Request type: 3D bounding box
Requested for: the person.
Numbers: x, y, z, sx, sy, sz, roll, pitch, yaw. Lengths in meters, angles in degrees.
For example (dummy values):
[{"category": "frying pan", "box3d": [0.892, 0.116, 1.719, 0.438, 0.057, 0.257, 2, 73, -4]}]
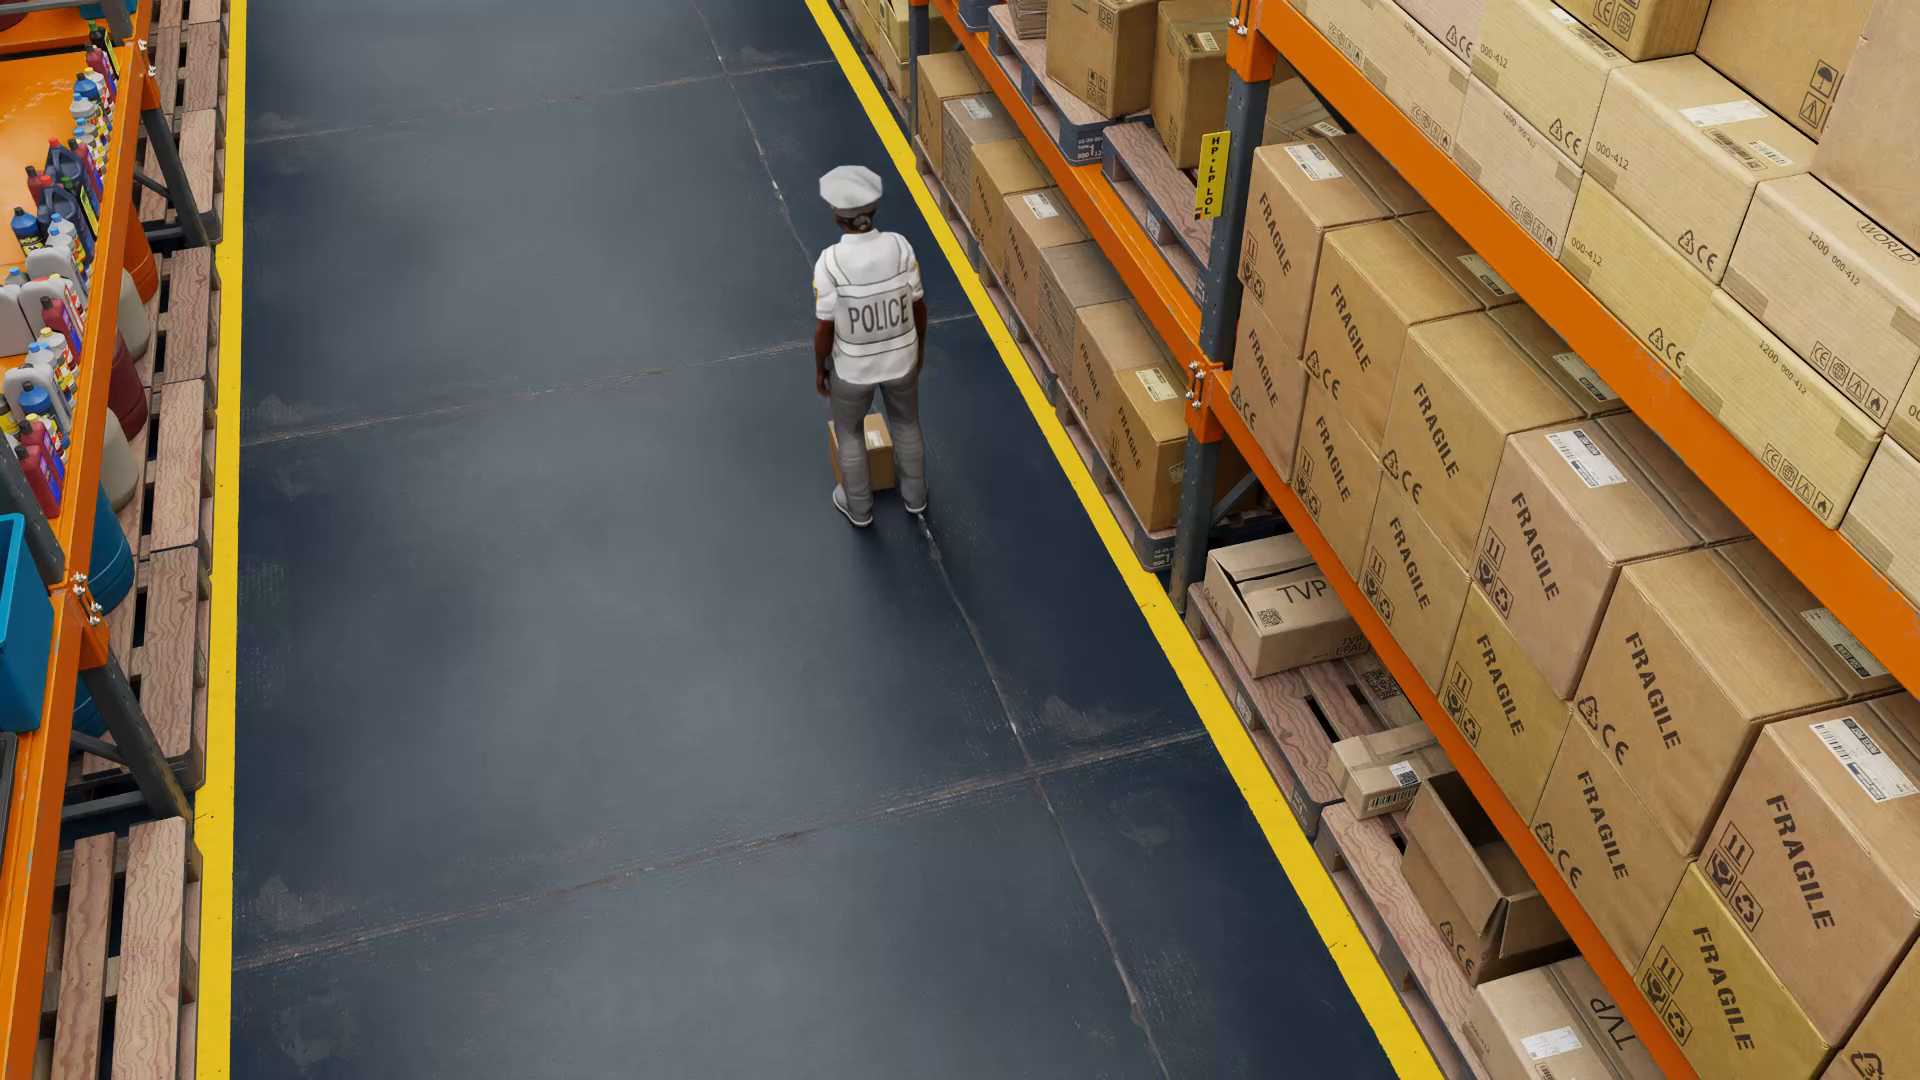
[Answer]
[{"category": "person", "box3d": [-0.366, -0.761, 6.994, 0.518, 1.656, 0.397, -14, 44, -15]}]
